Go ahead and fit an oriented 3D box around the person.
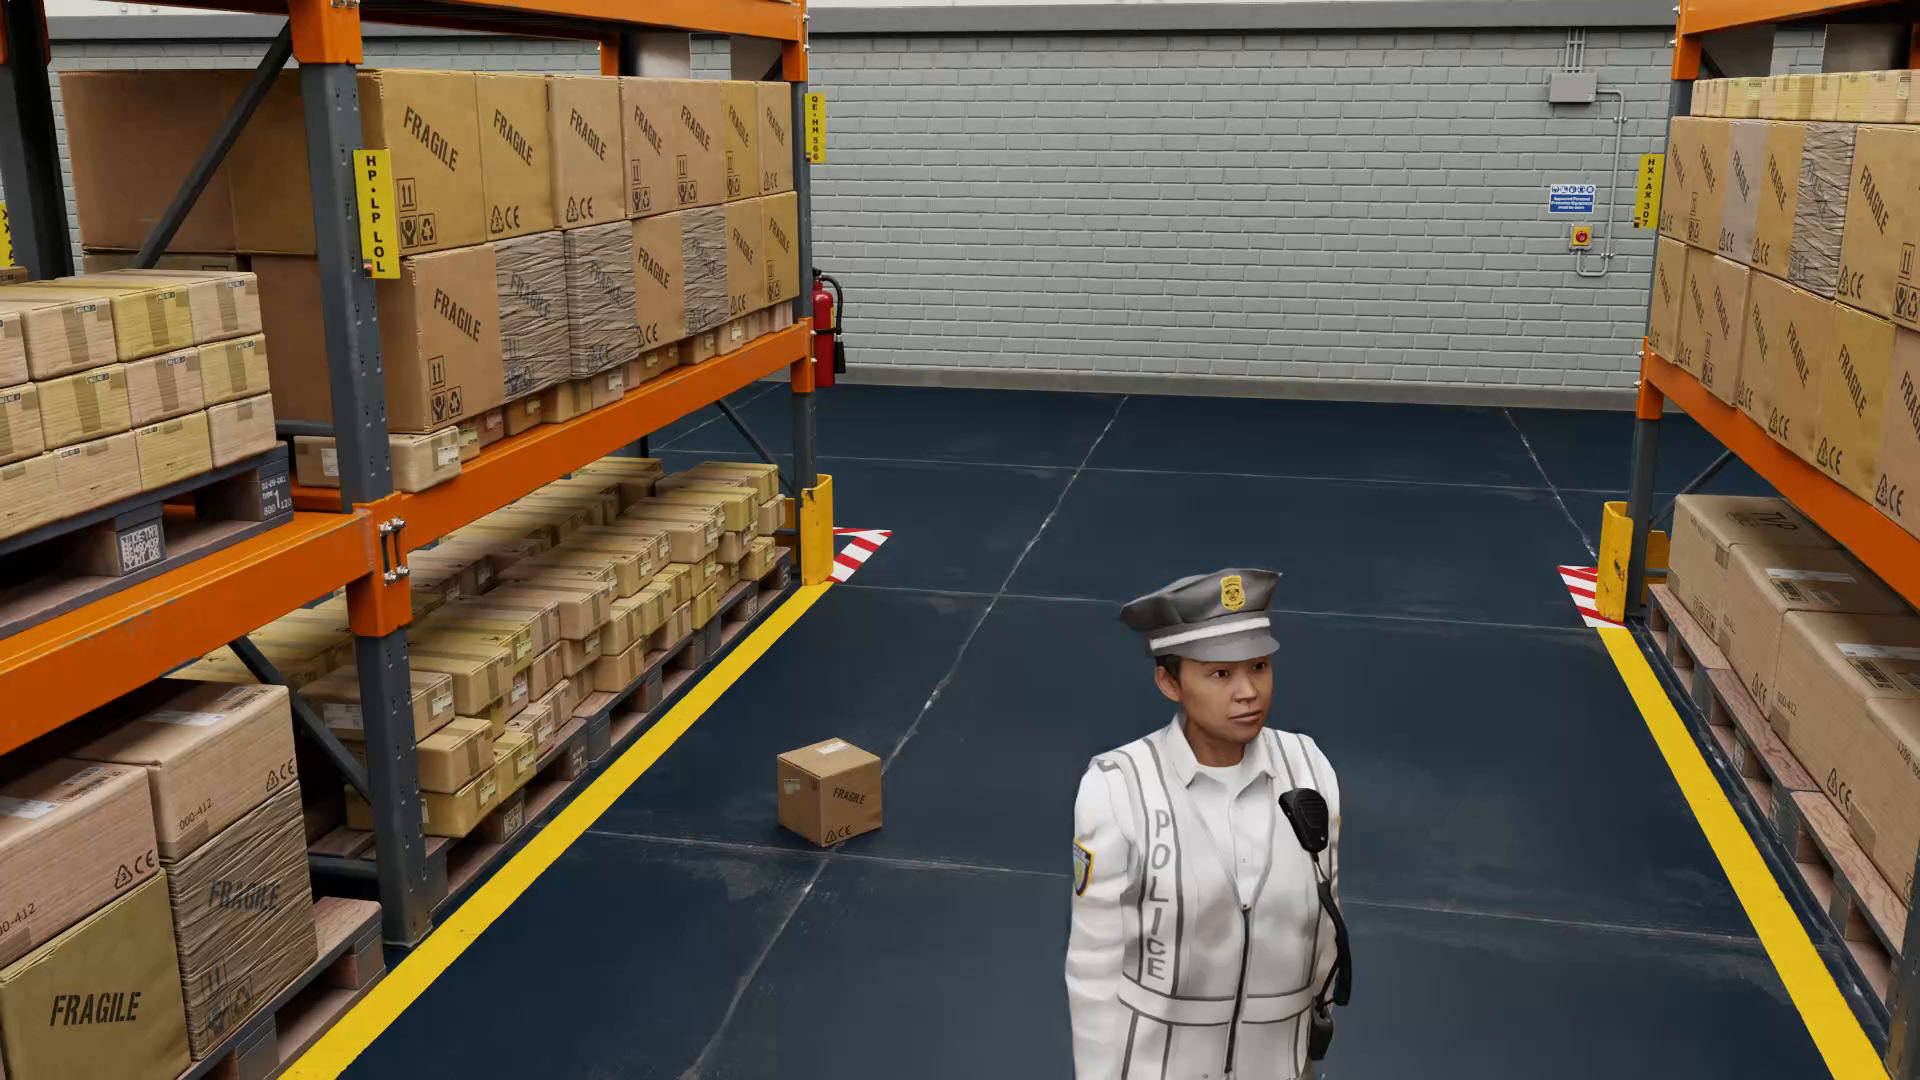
[{"bbox_3d":[0.401,0.846,2.654,0.482,1.679,0.446,-2,15,-9],"label":"person"}]
